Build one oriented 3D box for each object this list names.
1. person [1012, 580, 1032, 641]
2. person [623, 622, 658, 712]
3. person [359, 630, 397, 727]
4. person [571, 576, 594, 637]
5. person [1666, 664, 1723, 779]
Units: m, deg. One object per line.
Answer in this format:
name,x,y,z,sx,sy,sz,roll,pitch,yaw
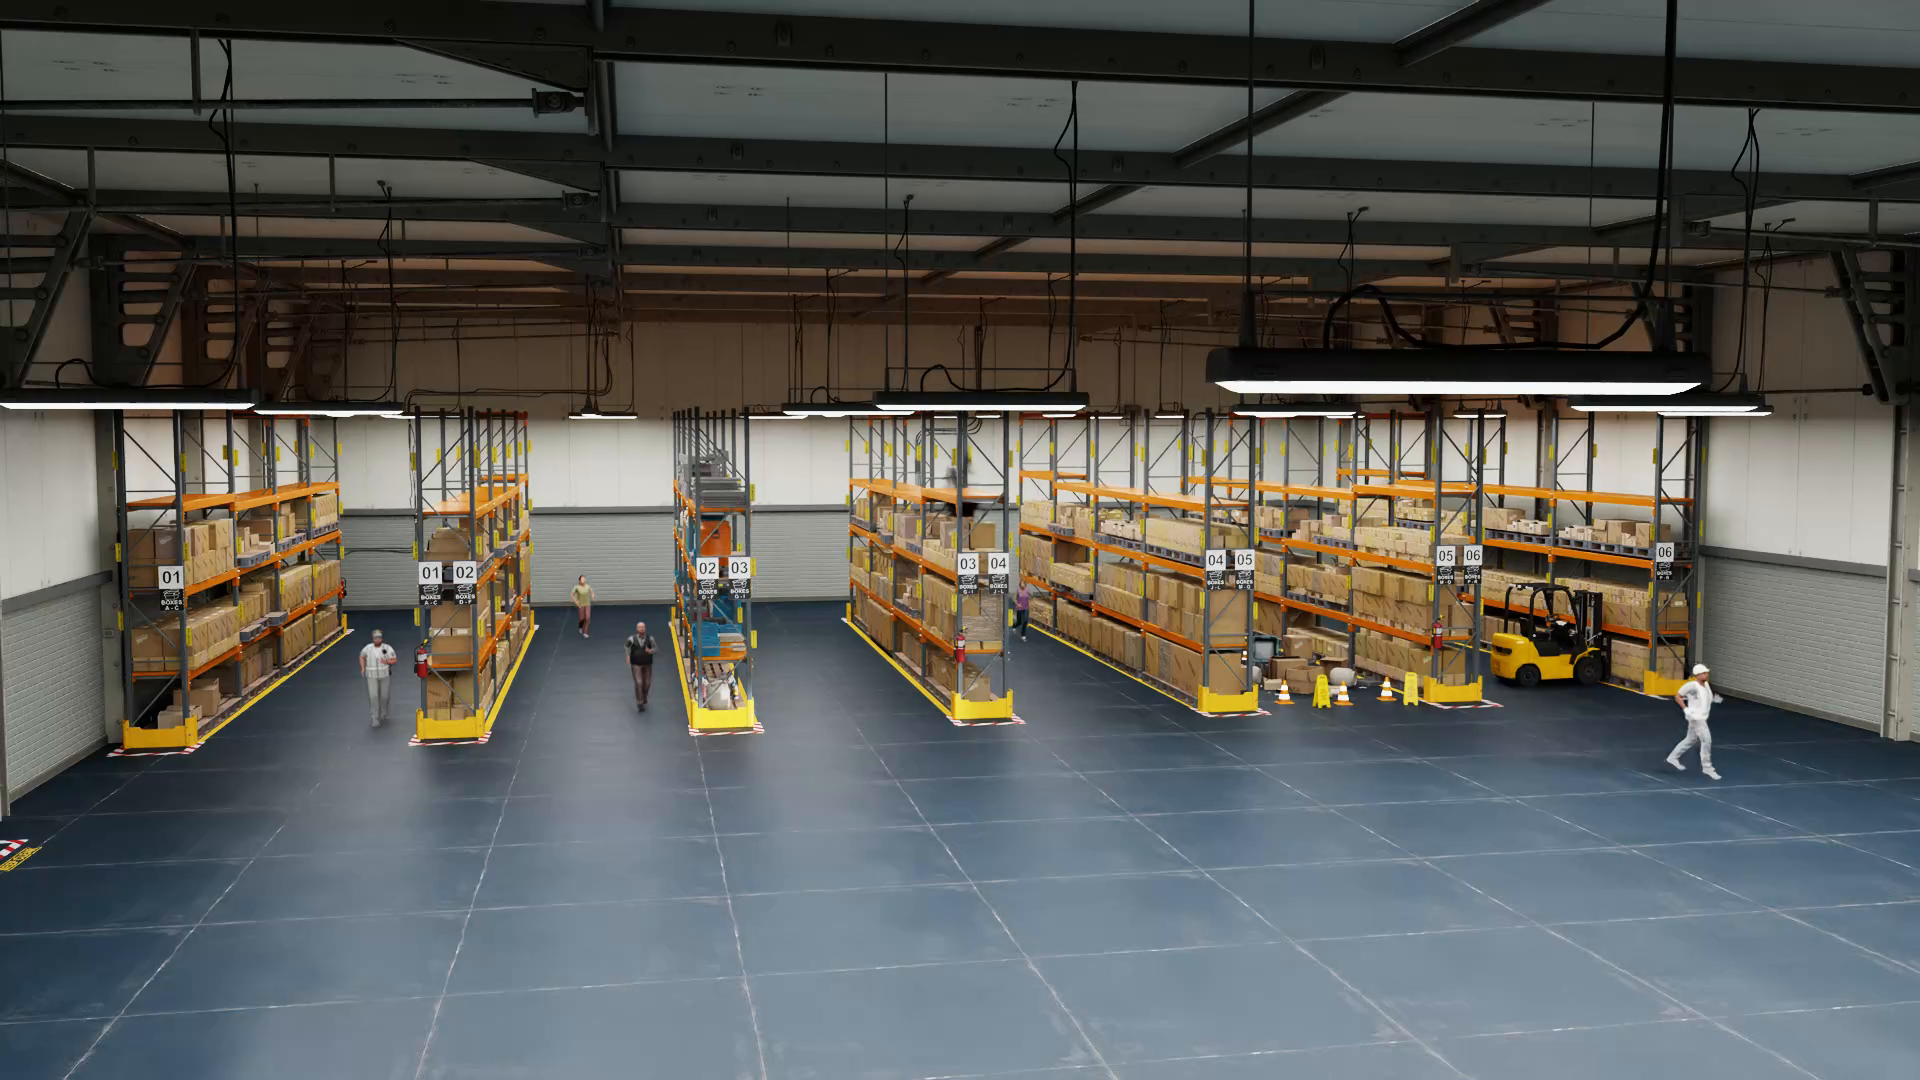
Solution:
person,1.635,1.841,43.761,0.545,1.592,0.741,-1,4,-14
person,-6.323,2.491,33.035,0.656,1.707,0.949,-1,4,-19
person,-11.012,2.575,31.487,0.662,1.768,0.989,-1,4,-20
person,-10.048,1.775,44.396,0.619,1.627,0.579,-3,5,-32
person,11.933,2.914,26.944,0.877,1.827,0.655,3,5,38
